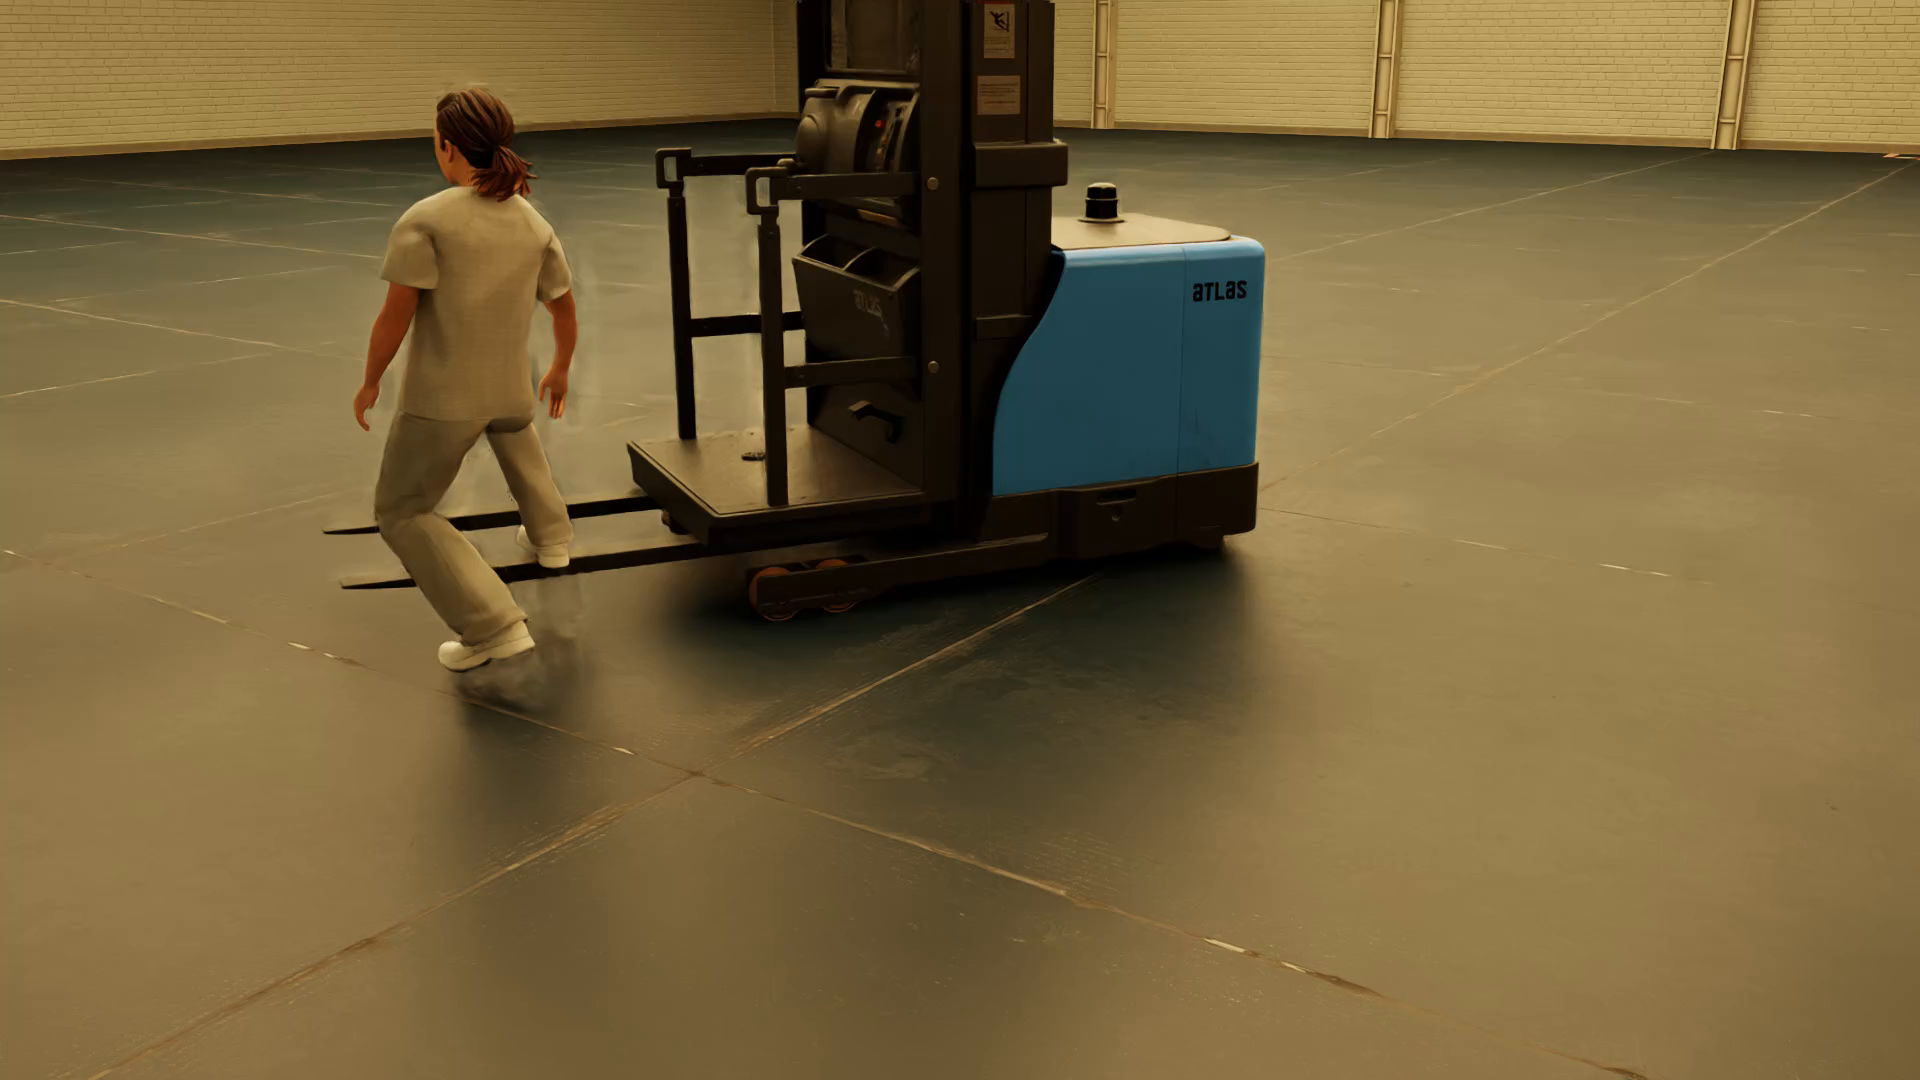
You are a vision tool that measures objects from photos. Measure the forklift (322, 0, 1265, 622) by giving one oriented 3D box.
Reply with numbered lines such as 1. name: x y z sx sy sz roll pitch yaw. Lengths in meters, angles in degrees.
1. forklift: -0.520 -1.325 5.264 3.031 2.935 1.130 -8 18 -24

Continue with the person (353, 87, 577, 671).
1. person: -1.326 -0.431 4.521 0.654 1.549 0.620 -15 22 -42
